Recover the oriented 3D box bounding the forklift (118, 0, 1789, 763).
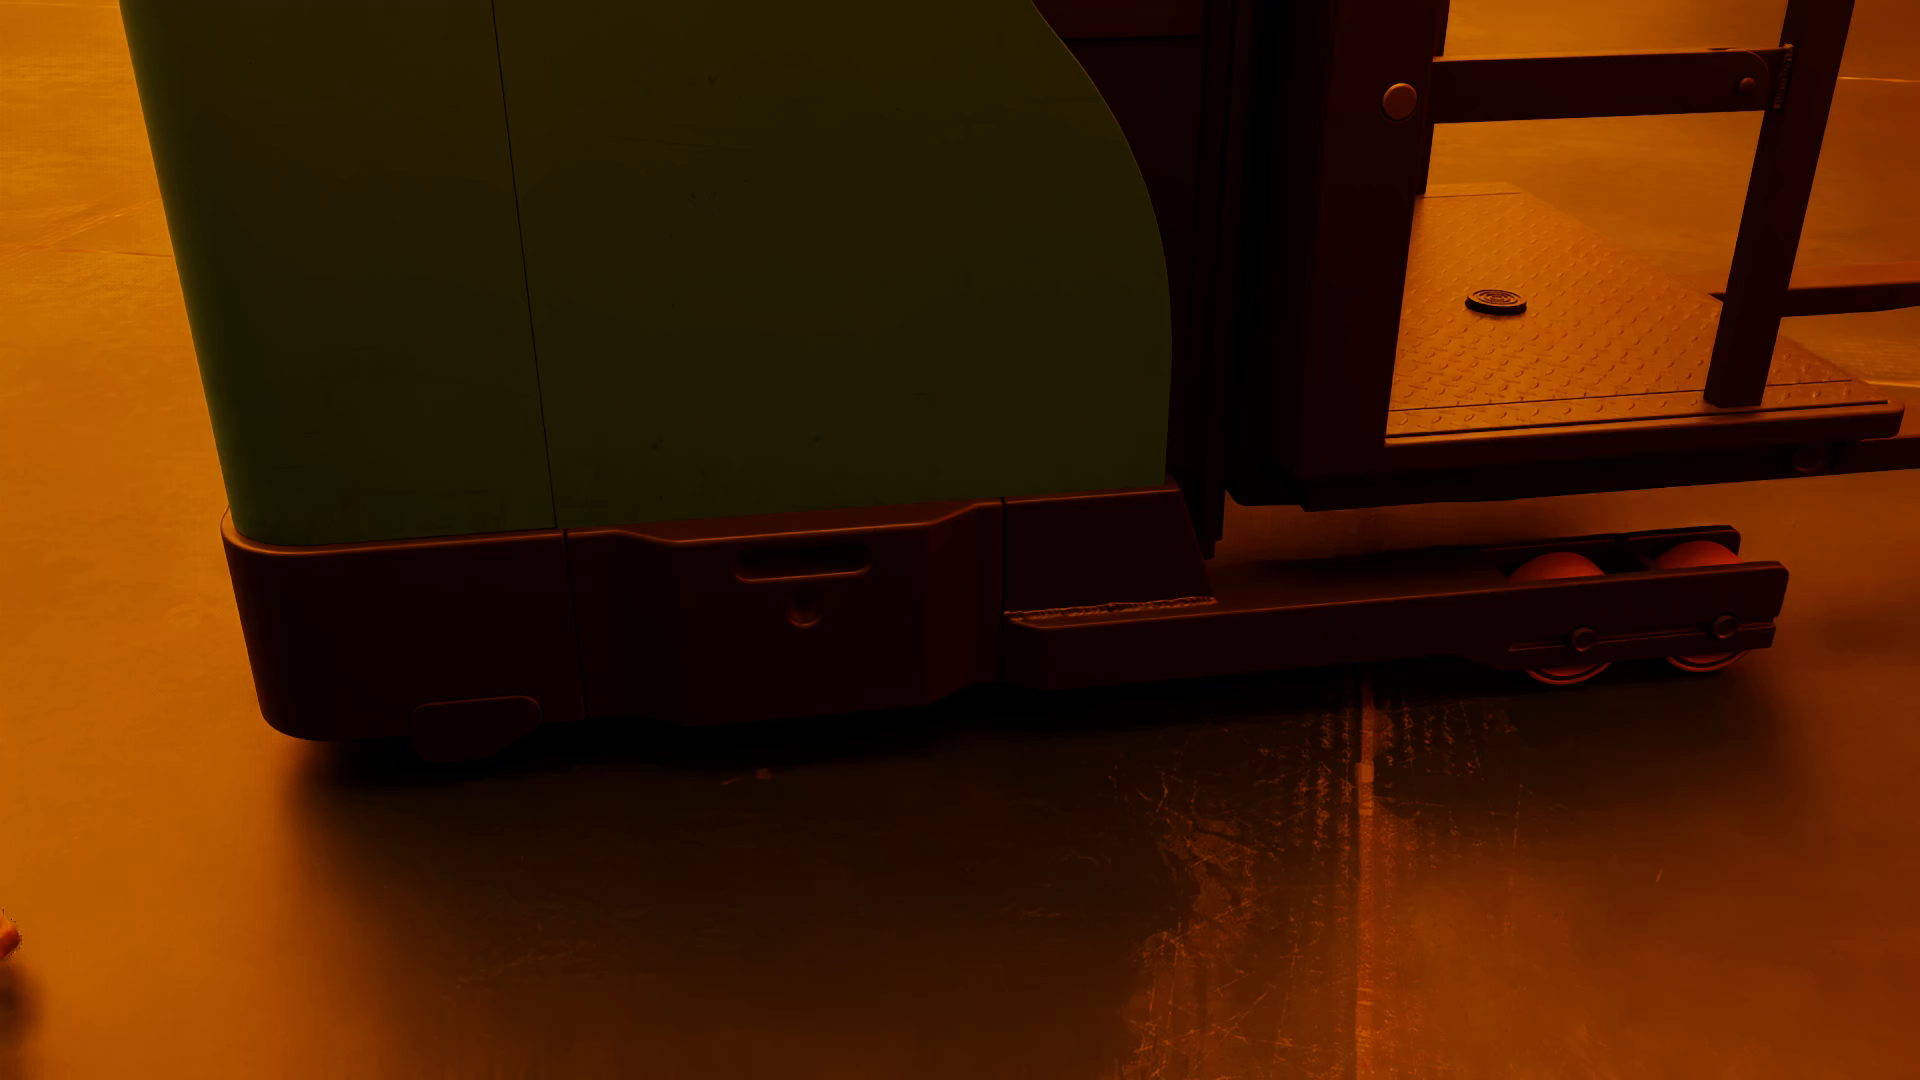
[{"bbox_3d":[0.600,-1.354,1.930,3.031,2.935,1.130,-4,27,-9],"label":"forklift"}]
